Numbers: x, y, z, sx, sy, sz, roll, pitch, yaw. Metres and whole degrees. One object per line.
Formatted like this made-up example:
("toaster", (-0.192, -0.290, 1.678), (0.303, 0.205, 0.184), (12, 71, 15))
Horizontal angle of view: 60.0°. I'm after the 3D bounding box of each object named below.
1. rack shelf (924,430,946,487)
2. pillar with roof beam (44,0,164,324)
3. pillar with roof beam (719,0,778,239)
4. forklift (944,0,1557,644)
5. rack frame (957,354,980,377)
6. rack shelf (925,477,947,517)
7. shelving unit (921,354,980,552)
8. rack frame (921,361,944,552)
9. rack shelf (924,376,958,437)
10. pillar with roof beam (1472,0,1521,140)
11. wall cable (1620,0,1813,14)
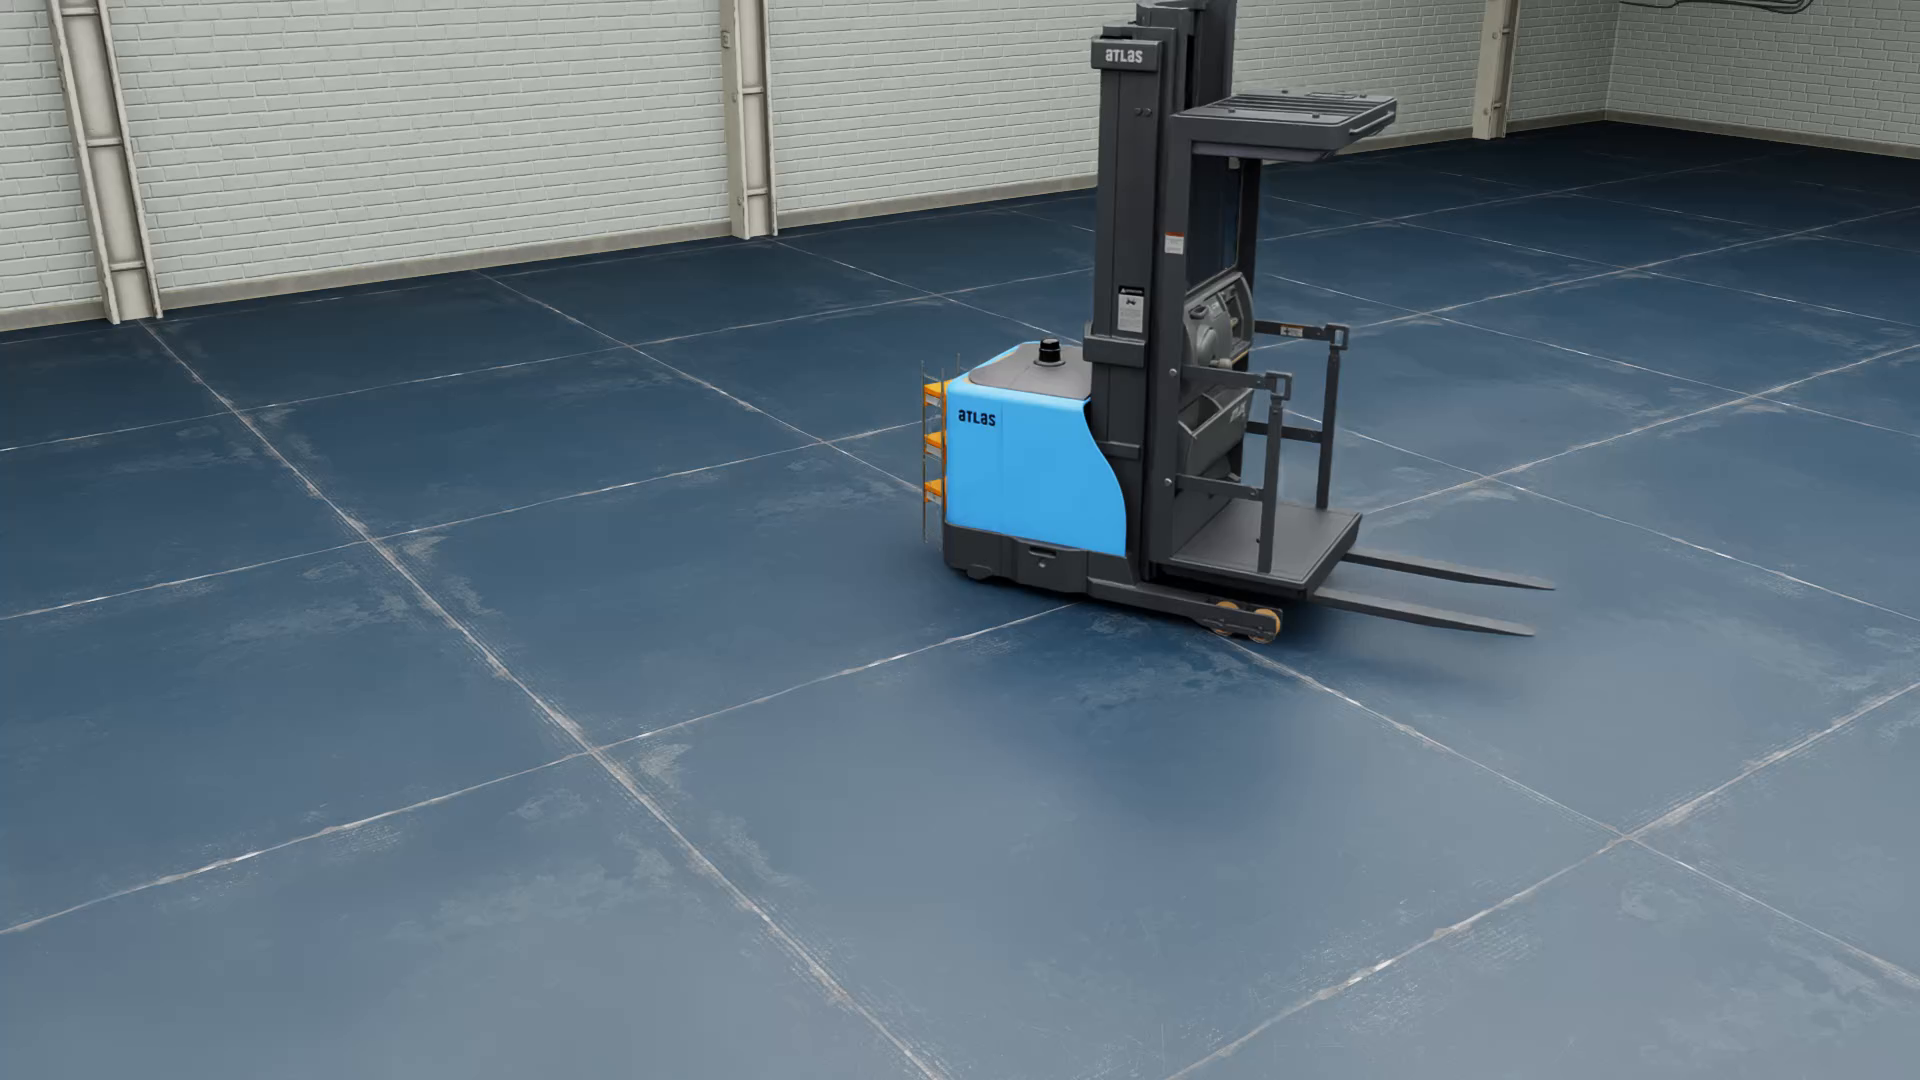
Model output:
("rack shelf", (-0.051, -0.467, 9.179), (0.240, 0.259, 0.215), (-15, 27, -33))
("pillar with roof beam", (-4.508, -4.781, 9.235), (0.400, 9.000, 9.100), (-15, 26, -33))
("pillar with roof beam", (0.362, -6.079, 12.490), (0.400, 9.000, 9.100), (-15, 26, -33))
("forklift", (1.463, -1.081, 8.149), (3.031, 2.935, 1.130), (11, 24, 25))
("rack frame", (0.047, -0.504, 9.242), (0.008, 1.050, 0.200), (-15, 27, -33))
("rack shelf", (-0.052, -0.210, 9.282), (0.240, 0.259, 0.215), (-15, 27, -33))
("shelving unit", (-0.051, -0.477, 9.175), (0.252, 1.050, 0.215), (-15, 27, -33))
("rack frame", (-0.149, -0.450, 9.108), (0.008, 1.050, 0.200), (-15, 27, -33))
("rack shelf", (-0.050, -0.731, 9.073), (0.240, 0.259, 0.215), (-15, 27, -33))
("pillar with roof beam", (10.103, -8.677, 18.999), (0.400, 9.000, 9.100), (-15, 26, -33))
("wall cable", (10.752, -8.770, 23.421), (0.112, 2.526, 3.097), (-15, 26, -33))
